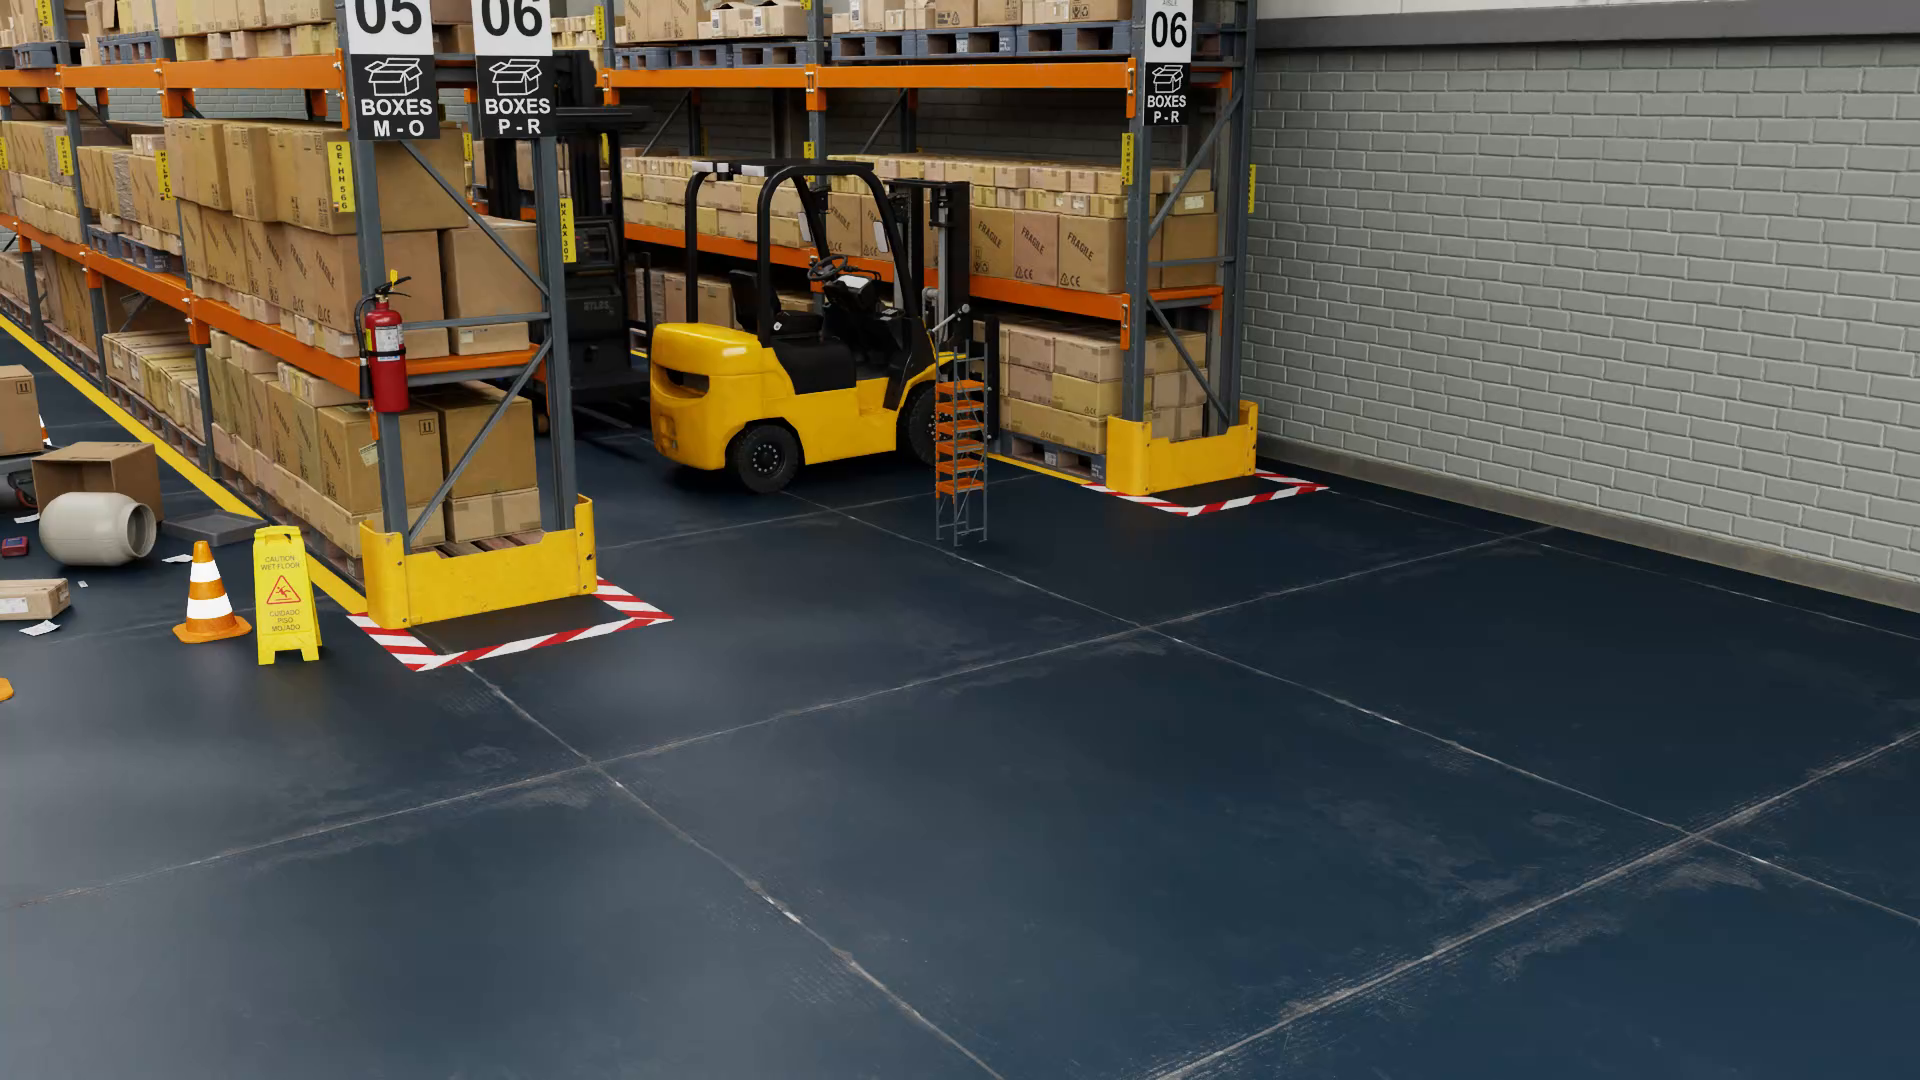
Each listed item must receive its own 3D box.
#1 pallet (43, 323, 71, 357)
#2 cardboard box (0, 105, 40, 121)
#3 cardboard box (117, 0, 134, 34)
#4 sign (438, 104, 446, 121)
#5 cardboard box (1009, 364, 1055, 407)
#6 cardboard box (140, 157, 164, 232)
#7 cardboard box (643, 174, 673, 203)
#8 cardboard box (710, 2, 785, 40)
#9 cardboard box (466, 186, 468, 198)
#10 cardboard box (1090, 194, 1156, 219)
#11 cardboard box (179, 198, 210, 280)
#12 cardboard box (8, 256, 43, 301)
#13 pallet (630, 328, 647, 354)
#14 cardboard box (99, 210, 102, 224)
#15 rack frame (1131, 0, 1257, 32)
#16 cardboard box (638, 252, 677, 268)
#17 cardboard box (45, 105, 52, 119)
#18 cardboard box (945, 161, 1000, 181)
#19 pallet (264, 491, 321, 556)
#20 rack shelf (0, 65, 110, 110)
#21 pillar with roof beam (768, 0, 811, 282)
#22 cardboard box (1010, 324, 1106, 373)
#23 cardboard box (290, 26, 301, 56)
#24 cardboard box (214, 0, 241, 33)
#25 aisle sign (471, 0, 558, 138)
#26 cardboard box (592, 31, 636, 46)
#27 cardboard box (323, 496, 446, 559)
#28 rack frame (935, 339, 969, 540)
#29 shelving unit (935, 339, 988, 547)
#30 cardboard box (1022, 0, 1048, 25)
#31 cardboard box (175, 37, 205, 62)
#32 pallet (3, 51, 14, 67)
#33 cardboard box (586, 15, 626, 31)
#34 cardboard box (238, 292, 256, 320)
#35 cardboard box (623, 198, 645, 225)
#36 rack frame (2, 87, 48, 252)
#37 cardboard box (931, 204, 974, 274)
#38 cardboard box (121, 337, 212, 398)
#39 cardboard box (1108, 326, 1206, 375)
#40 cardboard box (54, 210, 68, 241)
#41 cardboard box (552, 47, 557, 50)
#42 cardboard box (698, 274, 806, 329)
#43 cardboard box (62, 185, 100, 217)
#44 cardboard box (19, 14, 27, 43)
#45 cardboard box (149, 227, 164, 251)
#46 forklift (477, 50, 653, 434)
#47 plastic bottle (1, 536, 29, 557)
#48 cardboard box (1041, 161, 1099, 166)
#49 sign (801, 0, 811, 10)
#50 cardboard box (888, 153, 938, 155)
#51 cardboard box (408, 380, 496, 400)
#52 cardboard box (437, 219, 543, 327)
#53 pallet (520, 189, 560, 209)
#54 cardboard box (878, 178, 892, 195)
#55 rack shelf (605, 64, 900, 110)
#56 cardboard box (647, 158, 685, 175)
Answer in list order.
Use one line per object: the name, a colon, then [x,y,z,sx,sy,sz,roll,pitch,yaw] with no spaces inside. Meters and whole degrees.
pallet: [-9.022,-2.162,17.574,1.003,0.211,1.213,-11,19,-35]
cardboard box: [-9.975,-4.519,17.594,0.380,0.149,0.250,-11,19,-36]
cardboard box: [-5.886,-3.849,12.262,0.500,0.250,0.500,-11,19,-34]
sign: [-7.415,-6.078,23.809,0.100,0.325,0.005,-11,19,-35]
cardboard box: [0.707,-1.150,12.063,0.500,0.250,0.500,-11,19,-35]
cardboard box: [-5.583,-2.514,12.033,0.500,0.500,0.500,-11,19,-34]
cardboard box: [-2.815,-3.506,16.540,0.500,0.250,0.500,-10,18,-33]
cardboard box: [-1.894,-4.658,14.914,0.500,0.311,0.500,-12,19,-36]
cardboard box: [-6.086,-4.391,20.913,0.380,0.149,0.250,-10,18,-33]
cardboard box: [1.101,-2.260,11.234,0.380,0.149,0.250,-11,19,-34]
cardboard box: [-4.800,-2.006,10.970,0.500,0.500,0.500,-11,19,-35]
cardboard box: [-10.875,-3.161,20.002,0.875,0.438,0.875,-10,18,-33]
pallet: [-2.719,-2.050,17.166,1.003,0.211,1.213,-11,19,-35]
cardboard box: [-7.144,-2.789,14.264,0.380,0.149,0.250,-12,19,-38]
rack frame: [1.532,-4.762,10.429,1.000,3.000,0.127,-11,19,-35]
cardboard box: [-3.361,-3.107,18.458,0.380,0.149,0.250,-10,18,-33]
cardboard box: [-9.860,-4.711,18.295,0.380,0.149,0.250,-11,19,-35]
cardboard box: [0.110,-2.800,12.642,0.380,0.149,0.250,-11,19,-34]
pallet: [-3.688,-0.208,10.436,1.003,0.211,1.213,-11,19,-35]
rack shelf: [-8.361,-4.332,15.904,1.077,0.370,4.000,-11,19,-35]
pillar with roof beam: [-5.159,-5.664,13.723,9.100,9.000,0.400,-11,19,-35]
cardboard box: [0.704,-1.385,11.974,0.500,0.250,0.500,-10,18,-34]
cardboard box: [-3.219,-2.566,8.563,0.380,0.149,0.250,-10,18,-33]
cardboard box: [-3.902,-3.008,9.422,0.500,0.250,0.500,-11,19,-34]
aisle sign: [-2.194,-2.386,8.188,0.394,0.787,0.004,-11,19,-35]
cardboard box: [-3.575,-5.182,17.174,0.380,0.149,0.250,-10,18,-33]
cardboard box: [-3.188,-0.110,9.208,0.500,0.250,0.500,-11,19,-35]
rack frame: [-0.045,-0.595,9.978,0.240,1.200,0.006,-11,19,-35]
shelving unit: [0.009,-0.576,9.906,0.258,1.200,0.189,-11,19,-35]
cardboard box: [0.650,-3.685,11.446,0.396,0.266,0.258,-11,19,-34]
cardboard box: [-4.741,-3.107,10.542,0.380,0.149,0.250,-11,19,-34]
pallet: [-10.009,-5.240,18.026,1.003,0.211,1.213,-11,19,-35]
cardboard box: [-3.613,-5.315,17.095,0.380,0.149,0.250,-10,18,-33]
cardboard box: [-4.163,-1.439,10.126,0.380,0.149,0.250,-11,19,-34]
cardboard box: [-3.109,-3.372,16.998,0.500,0.250,0.500,-11,19,-34]
rack frame: [-11.888,-4.514,20.886,1.000,3.000,0.127,-11,19,-35]
cardboard box: [0.127,-2.308,12.639,0.500,0.500,0.500,-11,19,-34]
cardboard box: [-6.420,-1.462,13.919,0.950,0.372,0.625,-11,19,-36]
cardboard box: [1.402,-1.359,11.879,0.500,0.250,0.500,-11,19,-35]
cardboard box: [-8.005,-2.908,15.302,0.500,0.250,0.500,-10,18,-34]
cardboard box: [-4.261,-5.237,18.131,0.500,0.250,0.500,-11,19,-35]
cardboard box: [-2.030,-2.217,16.196,0.875,0.625,0.625,-12,19,-37]
cardboard box: [-7.675,-3.038,14.832,0.500,0.250,0.500,-11,19,-35]
cardboard box: [-8.278,-4.630,15.087,0.396,0.266,0.258,-11,19,-36]
cardboard box: [-5.680,-2.208,12.143,0.380,0.149,0.250,-11,19,-35]
forklift: [-3.088,-2.398,13.284,1.130,2.935,3.031,-11,19,-35]
plastic bottle: [-5.591,0.032,9.842,0.133,0.061,0.283,-7,17,-25]
cardboard box: [0.831,-2.772,12.541,0.380,0.149,0.250,-11,19,-36]
sign: [-1.253,-4.484,13.521,0.100,0.325,0.005,-11,19,-35]
cardboard box: [-0.388,-3.206,14.126,0.380,0.149,0.250,-11,19,-34]
cardboard box: [-3.057,-0.666,9.822,0.500,0.500,0.500,-12,19,-37]
cardboard box: [-2.535,-1.433,8.878,0.500,0.500,0.500,-11,19,-35]
pallet: [-4.319,-3.899,19.003,1.003,0.211,1.213,-11,19,-35]
cardboard box: [-0.431,-2.804,13.222,0.380,0.149,0.250,-10,18,-33]
rack shelf: [-1.996,-4.250,15.601,1.077,0.370,4.000,-11,19,-35]
cardboard box: [-2.893,-3.716,16.555,0.380,0.149,0.250,-10,18,-33]
